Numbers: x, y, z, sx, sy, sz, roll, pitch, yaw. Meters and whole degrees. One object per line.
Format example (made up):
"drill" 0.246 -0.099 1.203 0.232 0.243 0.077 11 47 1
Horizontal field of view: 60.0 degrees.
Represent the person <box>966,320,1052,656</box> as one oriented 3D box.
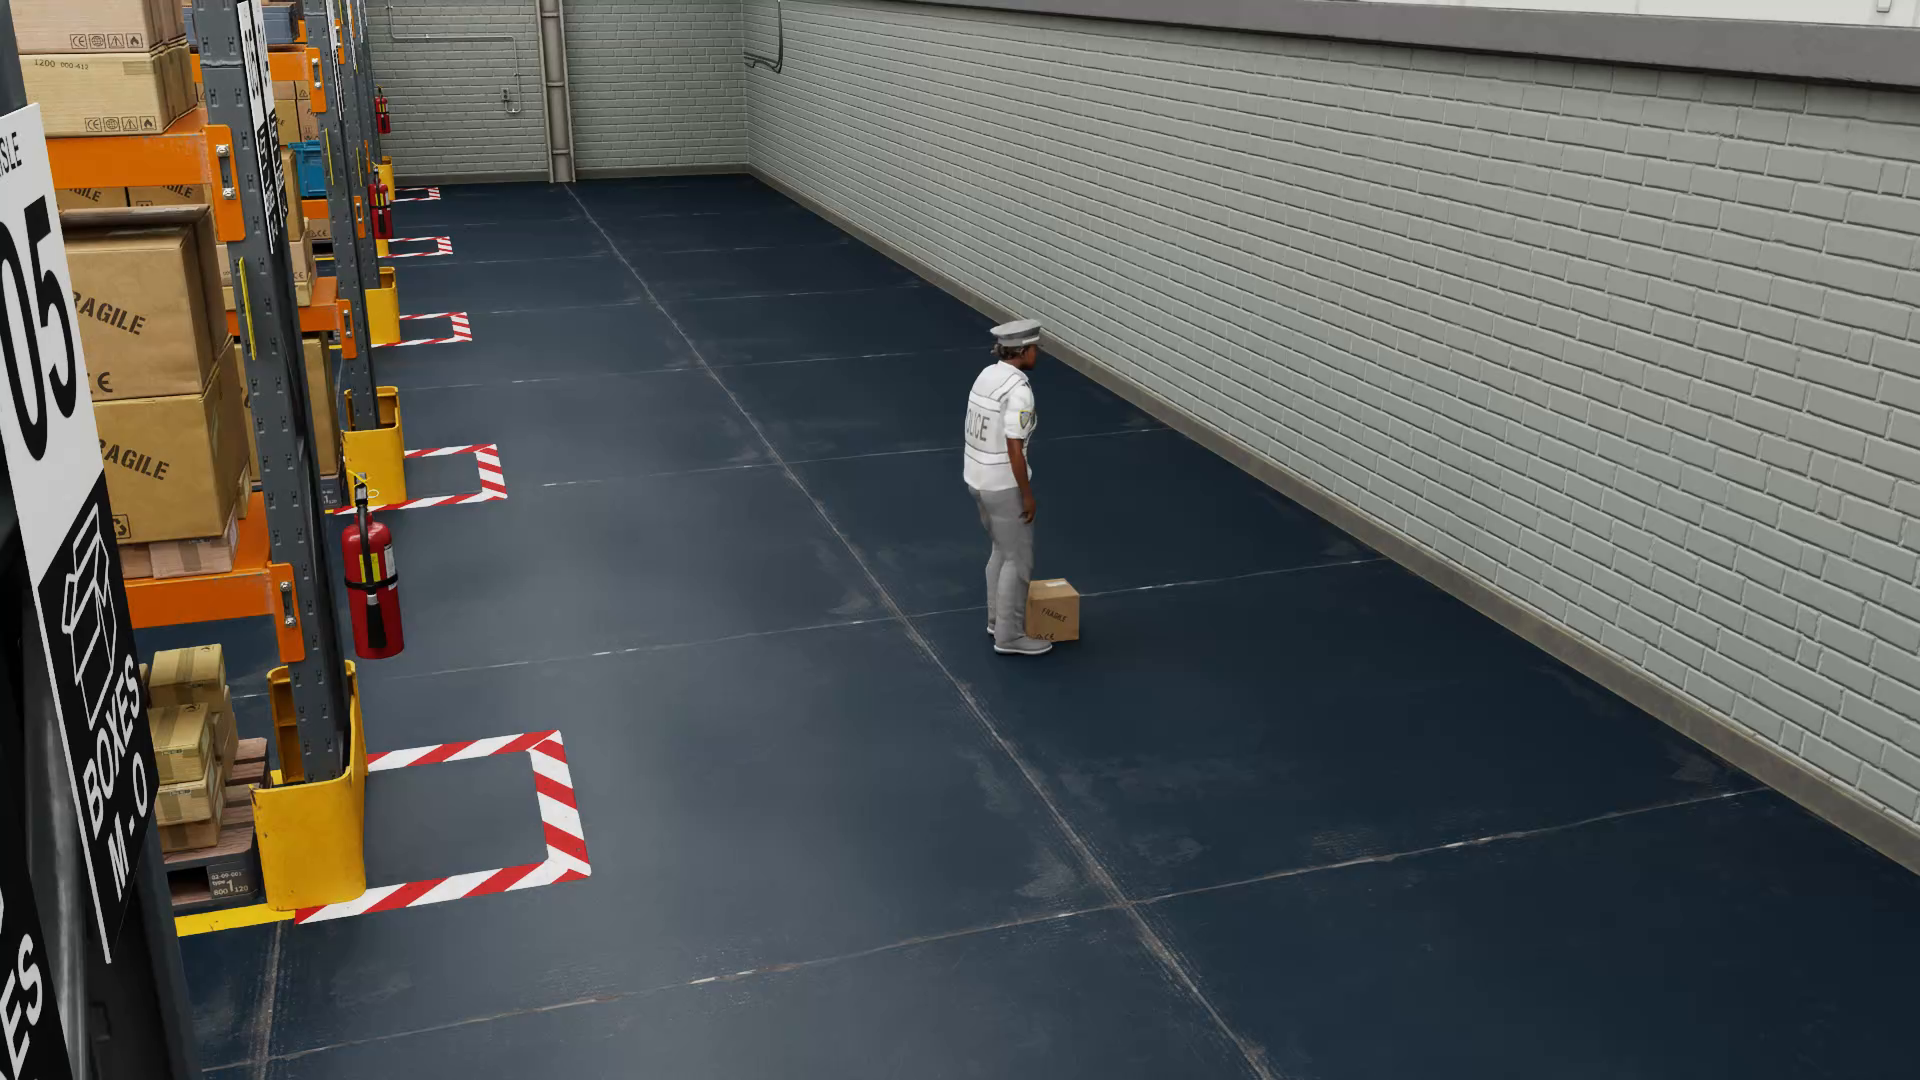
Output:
"person" 0.253 -0.269 8.334 0.416 1.658 0.510 -6 20 -18
